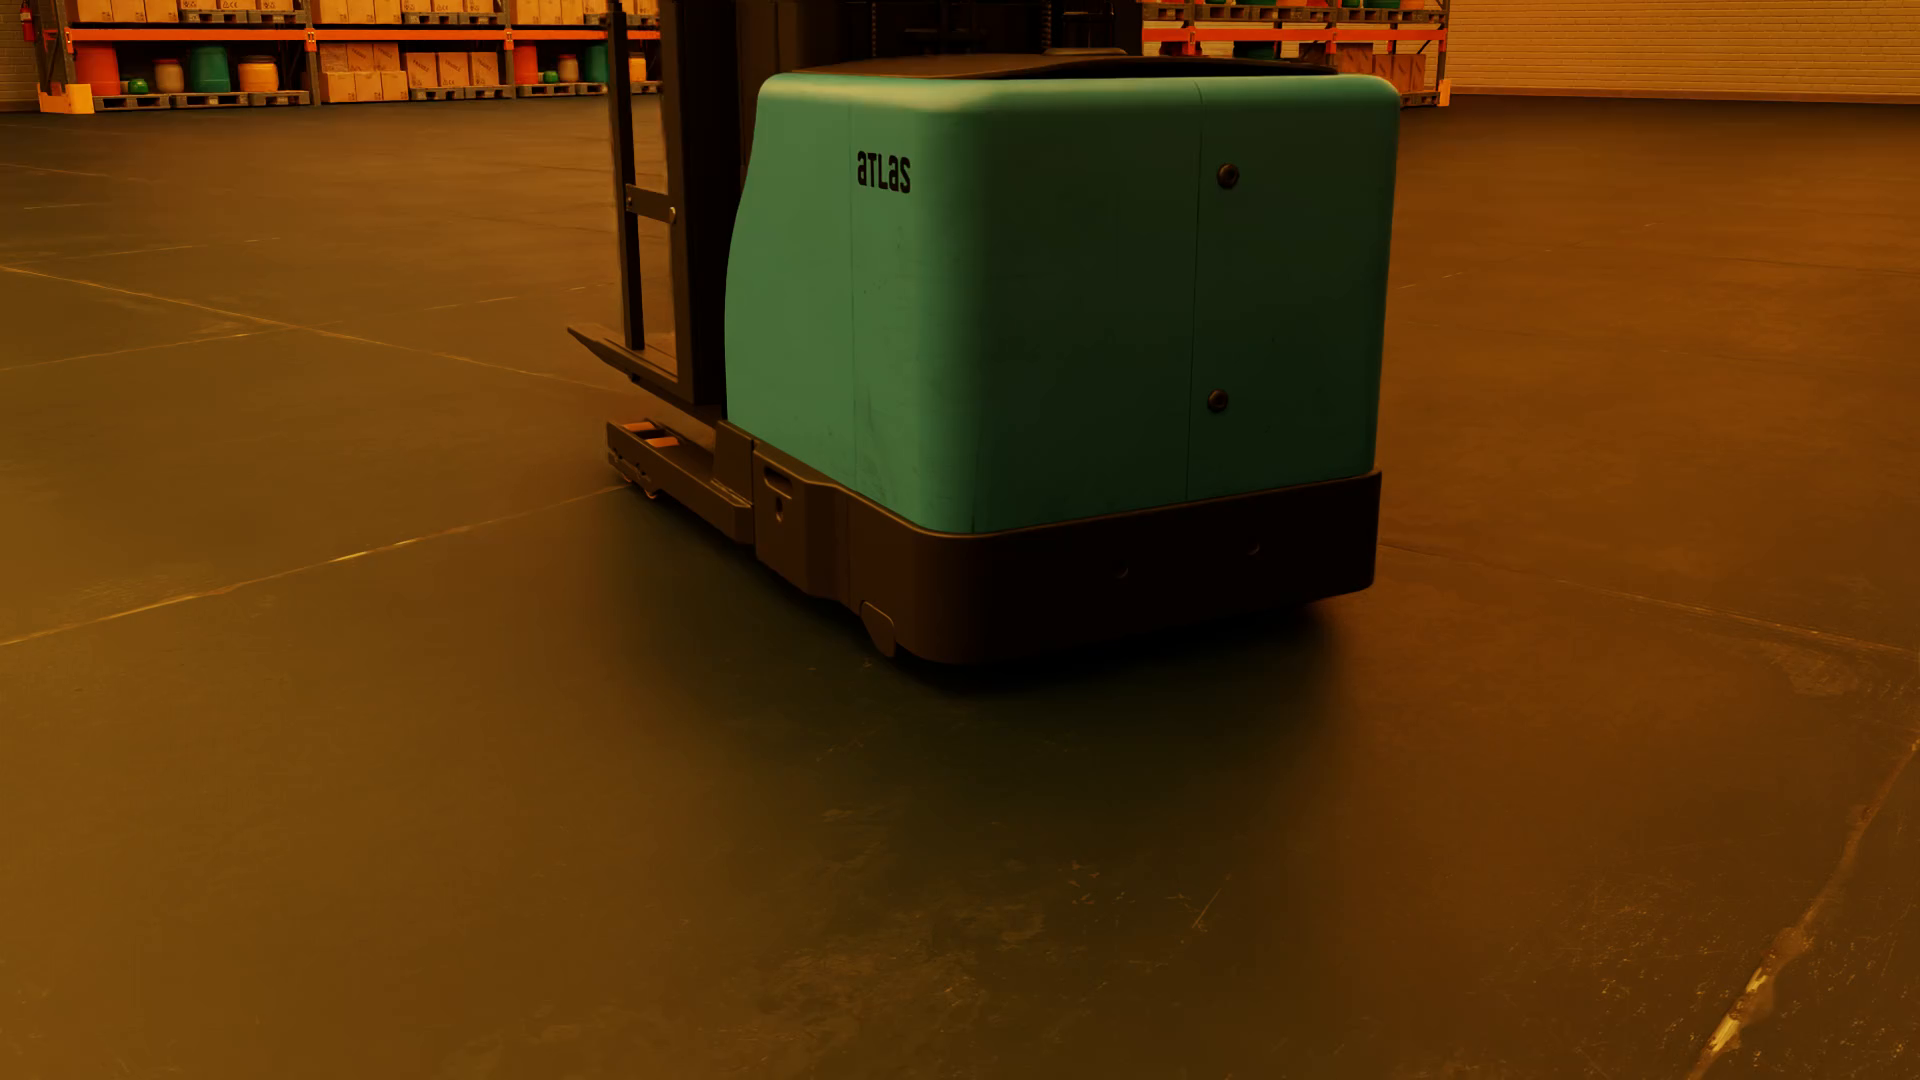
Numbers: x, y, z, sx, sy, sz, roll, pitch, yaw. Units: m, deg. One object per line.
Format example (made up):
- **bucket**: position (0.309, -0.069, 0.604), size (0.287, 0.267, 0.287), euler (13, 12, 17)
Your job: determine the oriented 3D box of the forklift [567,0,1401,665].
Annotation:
- **forklift**: position (-0.288, -1.559, 4.031), size (1.130, 2.935, 3.031), euler (-9, 19, -27)
